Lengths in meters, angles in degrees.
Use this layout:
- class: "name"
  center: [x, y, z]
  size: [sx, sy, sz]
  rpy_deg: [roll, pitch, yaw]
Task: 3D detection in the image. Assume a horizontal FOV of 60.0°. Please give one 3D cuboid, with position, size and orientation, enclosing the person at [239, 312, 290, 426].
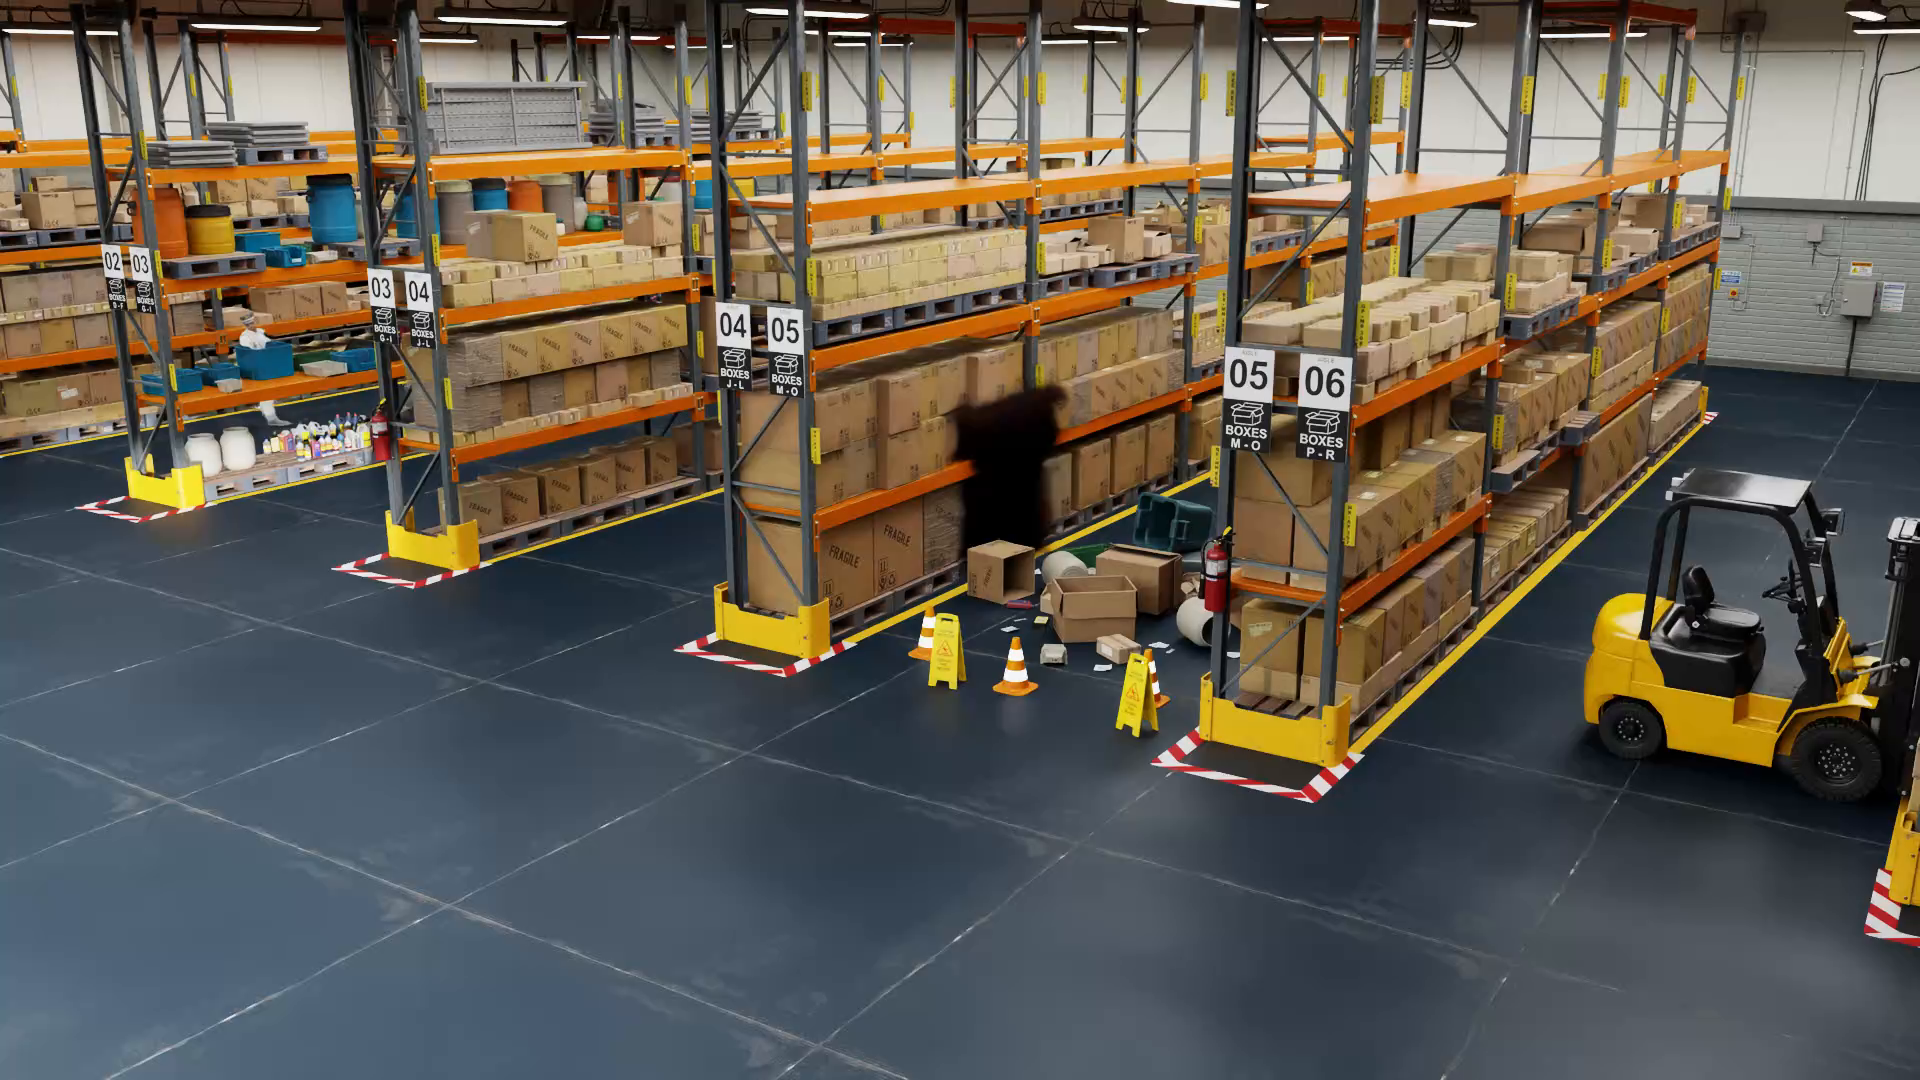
- class: "person"
  center: [-10.576, -2.595, 25.293]
  size: [0.544, 1.740, 0.567]
  rpy_deg: [2, 16, 8]

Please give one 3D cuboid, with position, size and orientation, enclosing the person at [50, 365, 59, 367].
- class: "person"
  center: [-14.839, -3.106, 27.092]
  size: [0.518, 1.703, 1.119]
  rpy_deg: [4, 16, 14]

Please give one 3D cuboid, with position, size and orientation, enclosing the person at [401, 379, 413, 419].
- class: "person"
  center: [-8.425, -2.776, 25.946]
  size: [0.685, 1.726, 1.045]
  rpy_deg: [10, 18, 31]

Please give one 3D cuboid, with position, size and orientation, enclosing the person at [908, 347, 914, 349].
- class: "person"
  center: [-0.694, -1.931, 22.904]
  size: [0.740, 1.695, 0.934]
  rpy_deg: [10, 19, 33]
